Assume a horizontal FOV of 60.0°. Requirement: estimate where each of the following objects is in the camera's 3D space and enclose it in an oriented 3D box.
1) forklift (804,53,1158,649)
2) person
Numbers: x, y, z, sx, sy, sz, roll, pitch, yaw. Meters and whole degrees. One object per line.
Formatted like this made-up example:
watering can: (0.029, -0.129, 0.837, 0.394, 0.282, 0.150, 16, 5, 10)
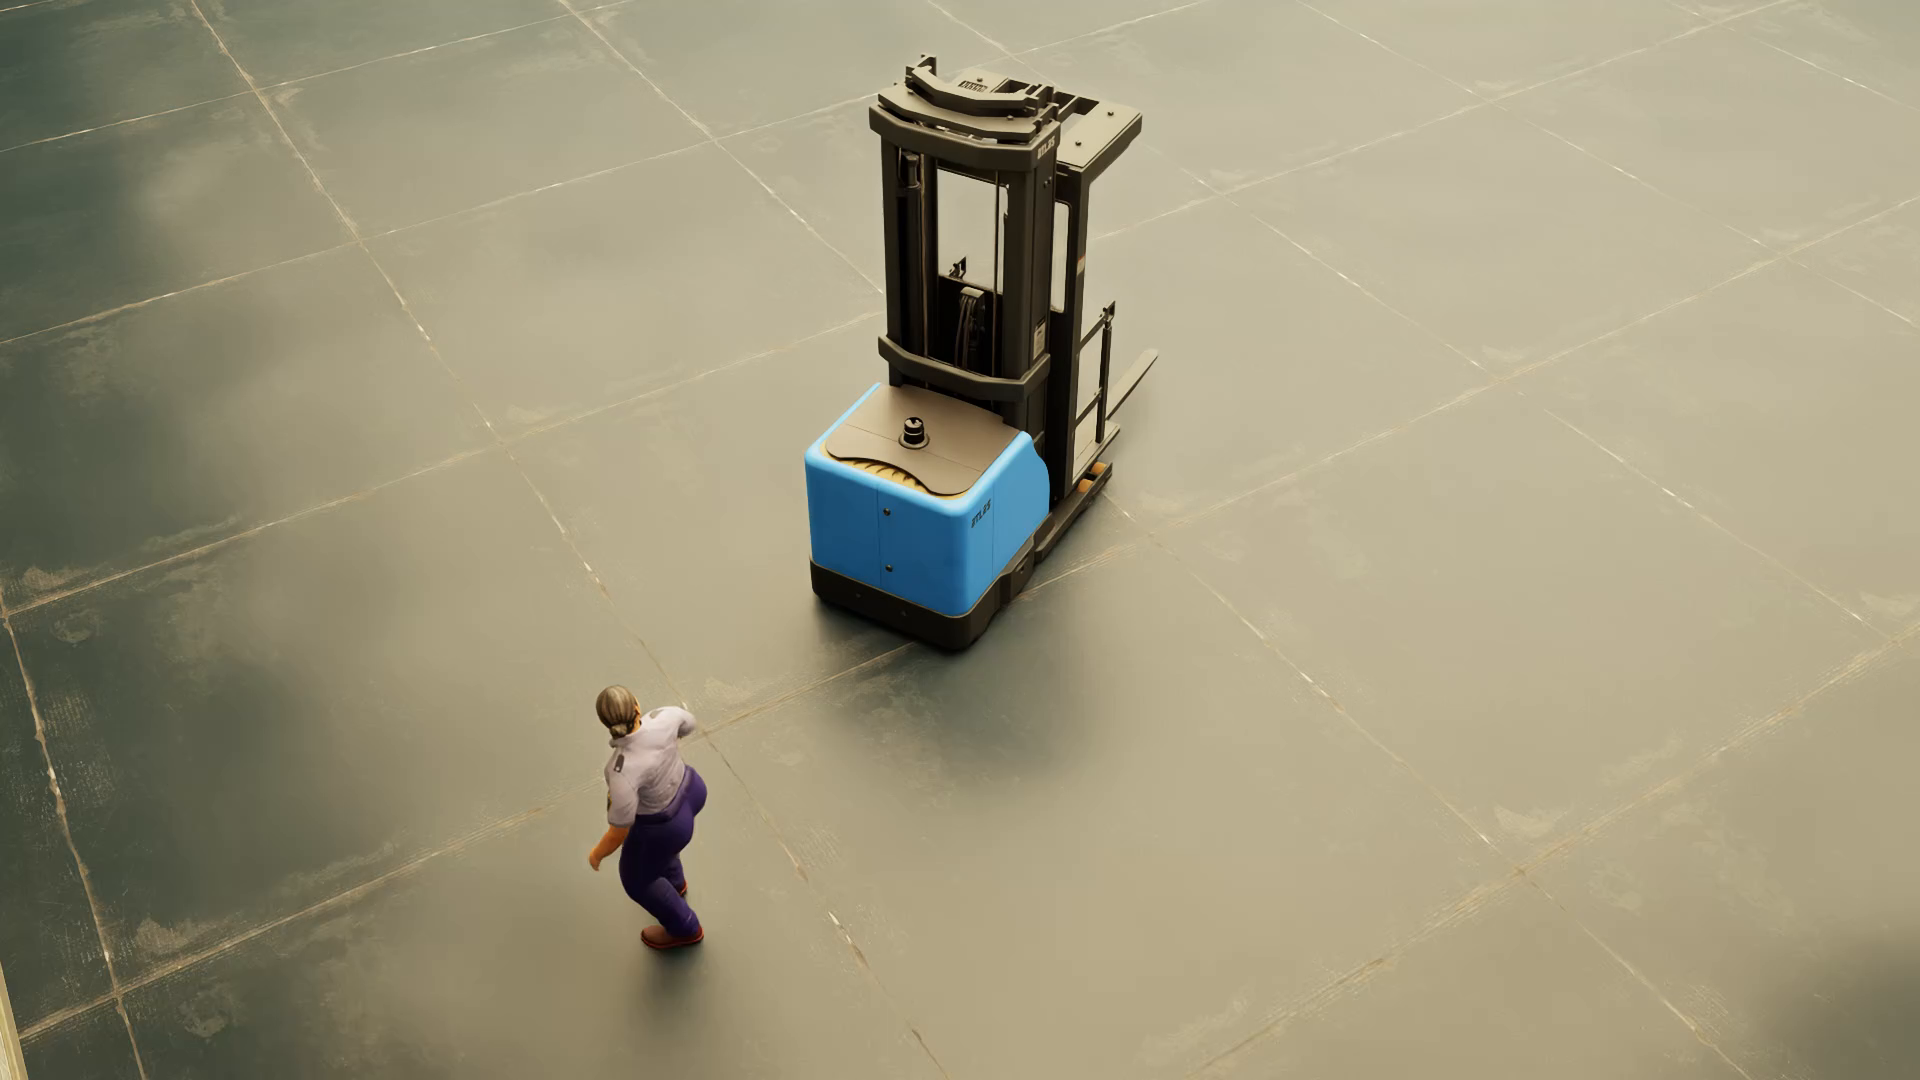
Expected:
forklift: (0.301, -1.453, 9.534, 1.130, 2.935, 3.031, 20, 45, 22)
person: (-1.425, 1.235, 7.474, 0.492, 1.614, 0.685, 9, 42, 11)
